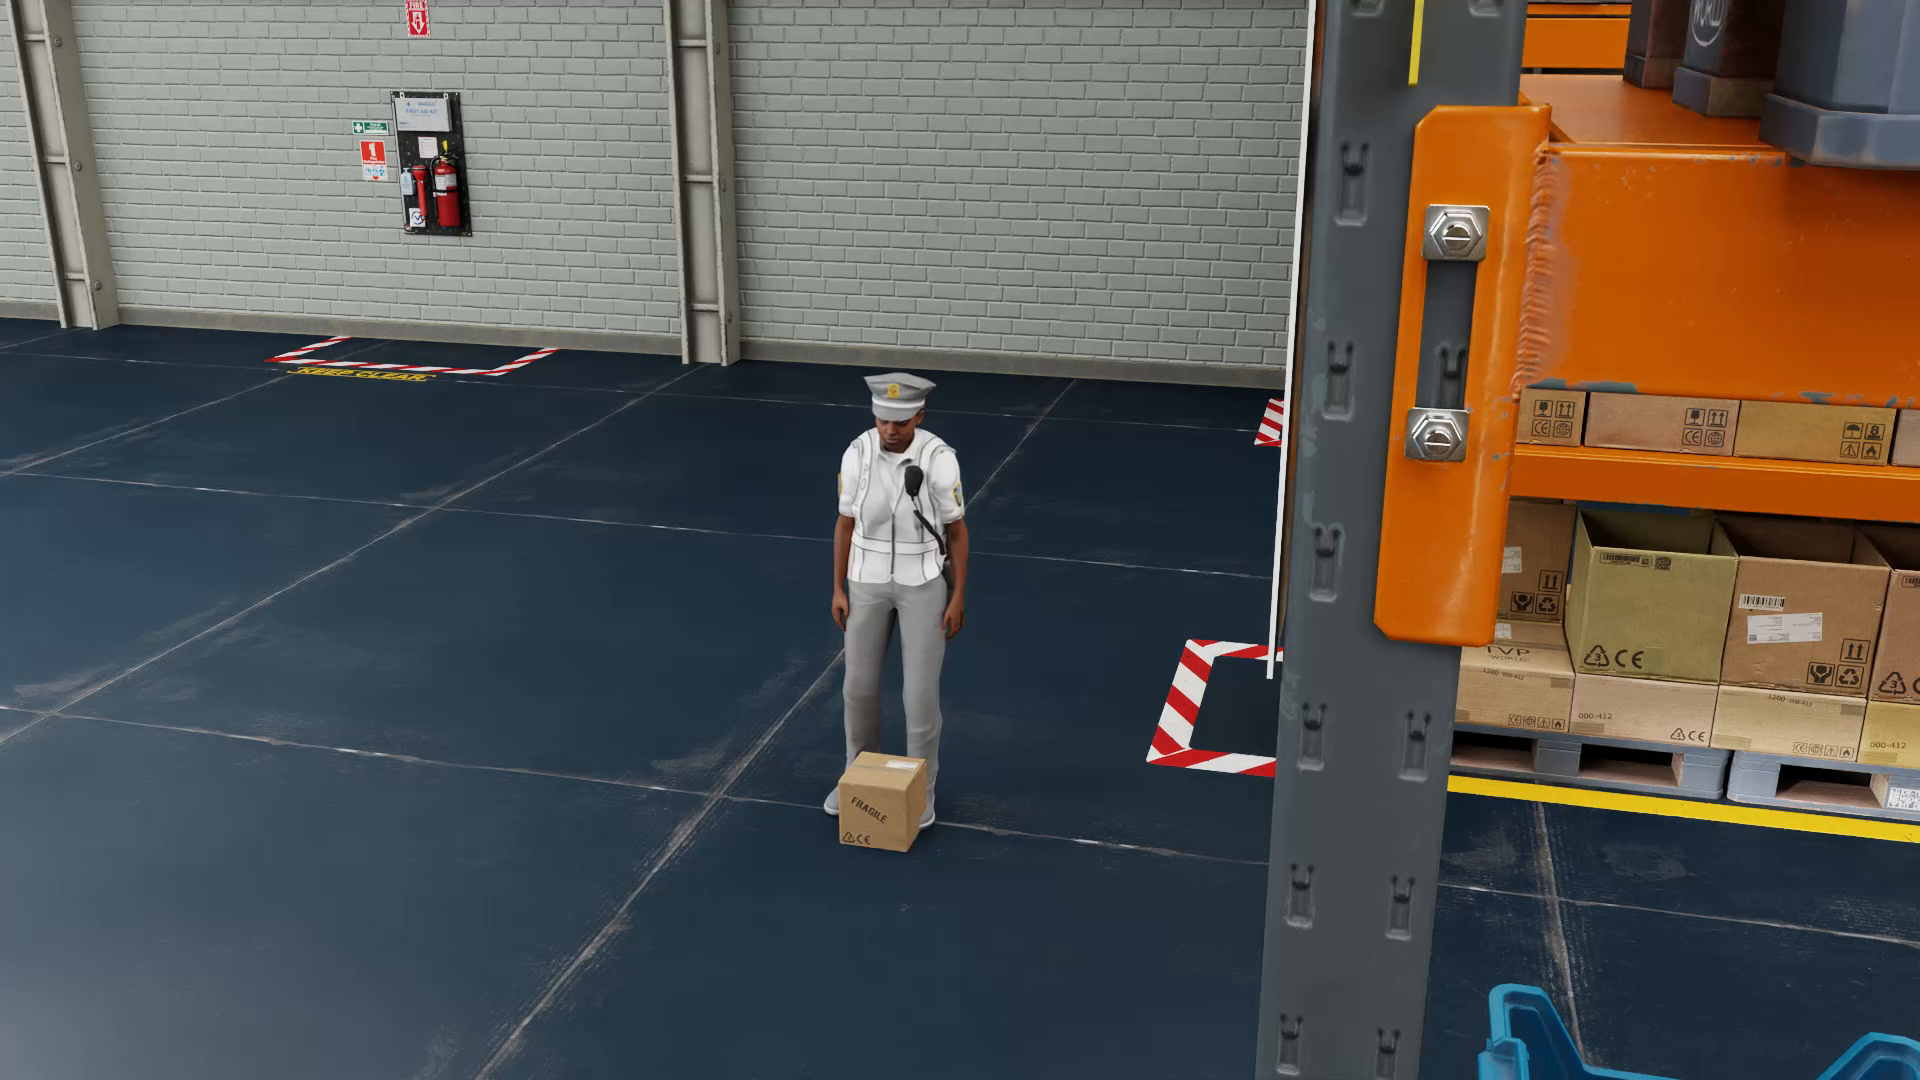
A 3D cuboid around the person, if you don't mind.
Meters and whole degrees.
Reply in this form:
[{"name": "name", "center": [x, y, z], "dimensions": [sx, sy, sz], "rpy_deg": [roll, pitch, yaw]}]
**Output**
[{"name": "person", "center": [-0.234, 0.203, 5.955], "dimensions": [0.516, 1.655, 0.427], "rpy_deg": [4, 19, 11]}]
